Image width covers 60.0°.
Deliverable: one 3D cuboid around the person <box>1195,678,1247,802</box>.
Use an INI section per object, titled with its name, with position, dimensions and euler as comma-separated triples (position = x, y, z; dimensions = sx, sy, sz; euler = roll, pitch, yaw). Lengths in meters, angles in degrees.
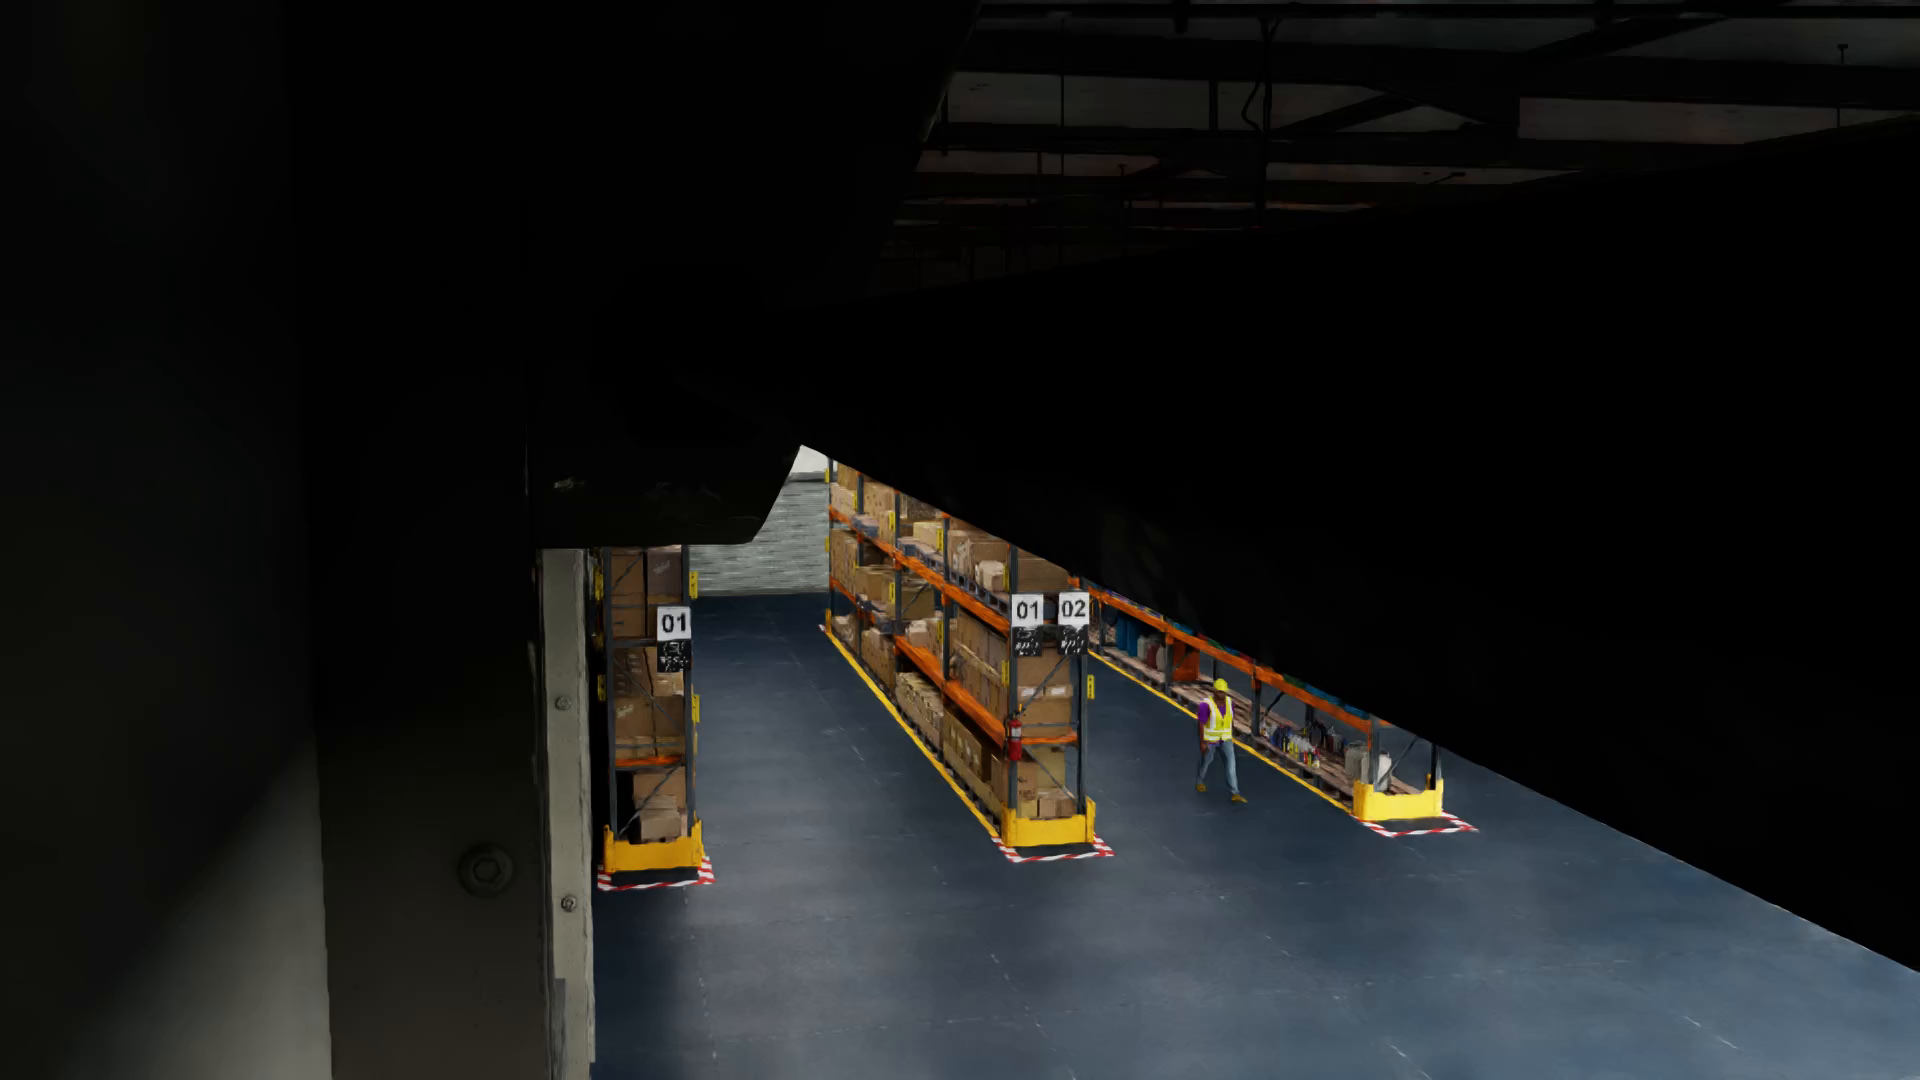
[person]
position = 3.573, 2.745, 23.060
dimensions = 0.582, 1.683, 1.113
euler = -2, 7, -15
